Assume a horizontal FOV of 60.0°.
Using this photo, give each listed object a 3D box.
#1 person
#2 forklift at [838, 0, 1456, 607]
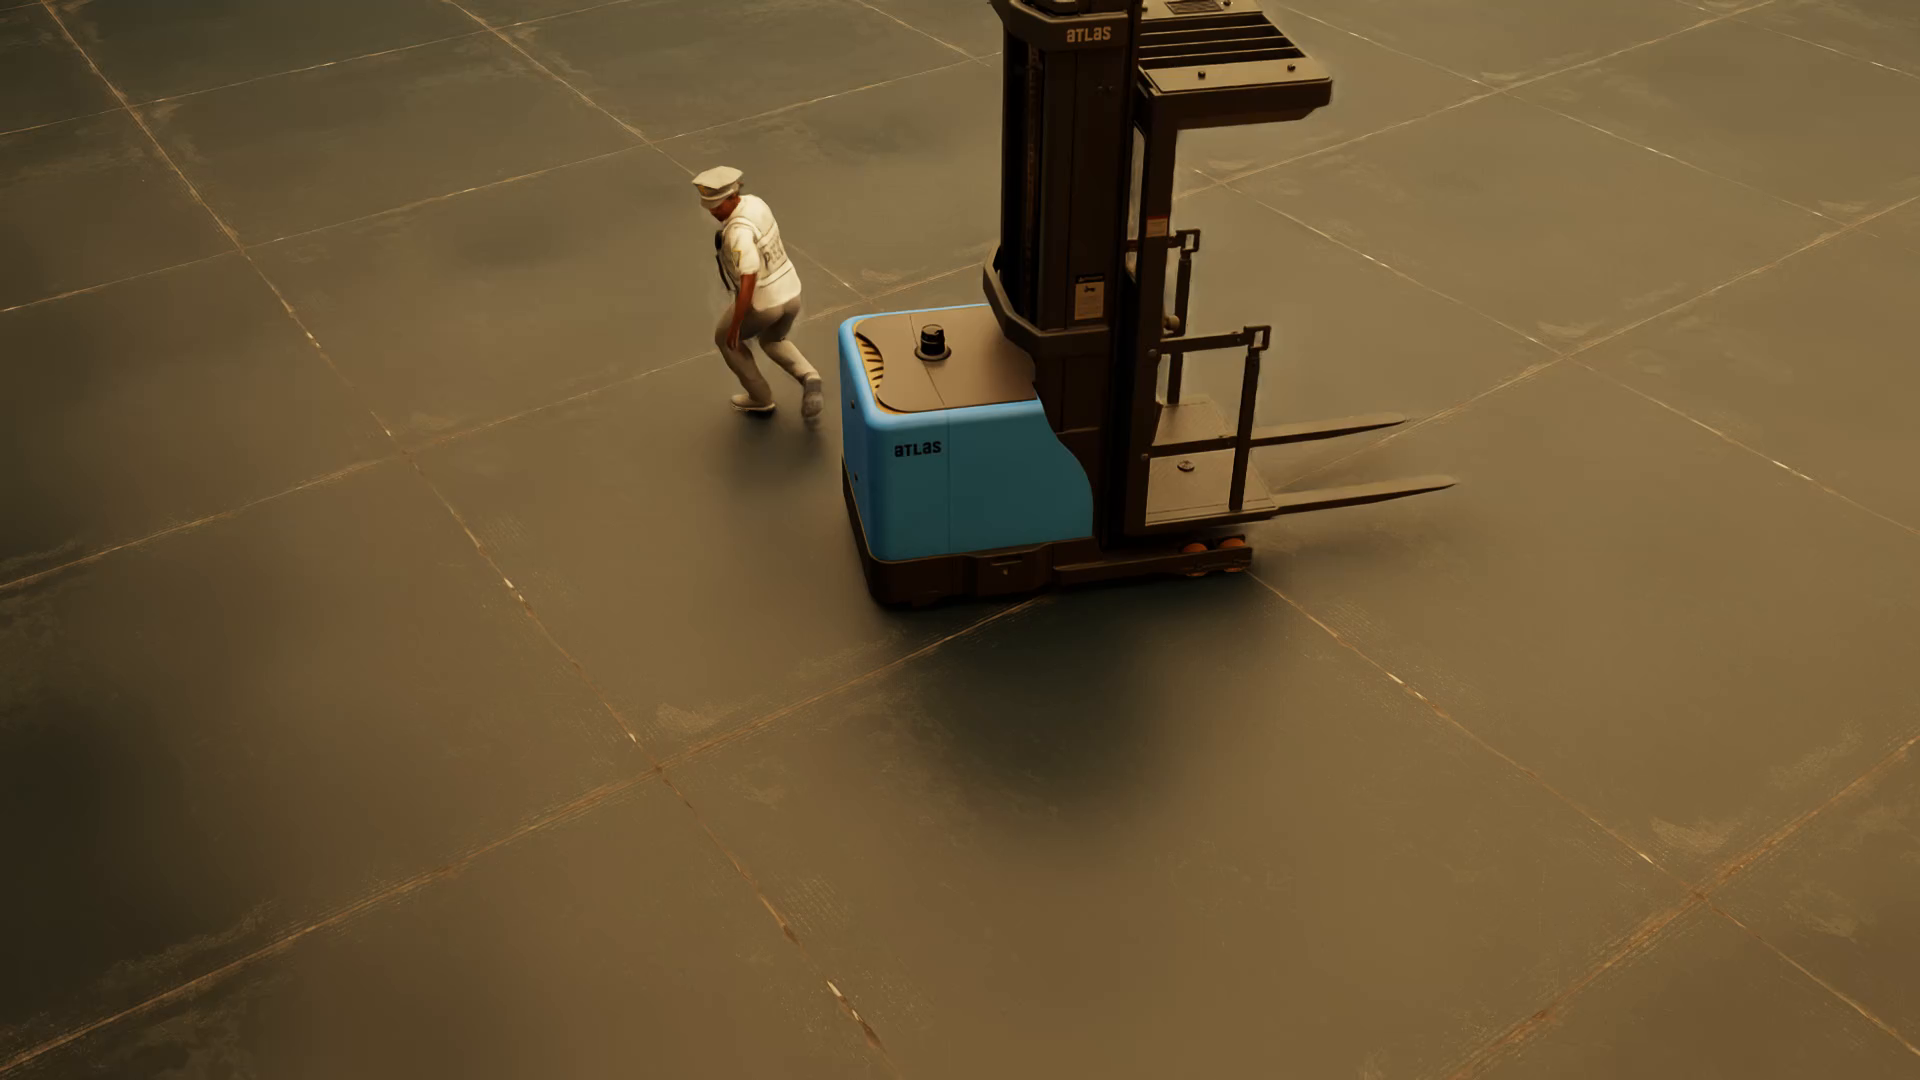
[{"bbox_3d":[-1.090,-1.292,8.972,0.681,1.451,0.610,19,41,24],"label":"person"},{"bbox_3d":[0.966,-1.298,7.700,3.031,2.935,1.130,-7,37,-9],"label":"forklift"}]
